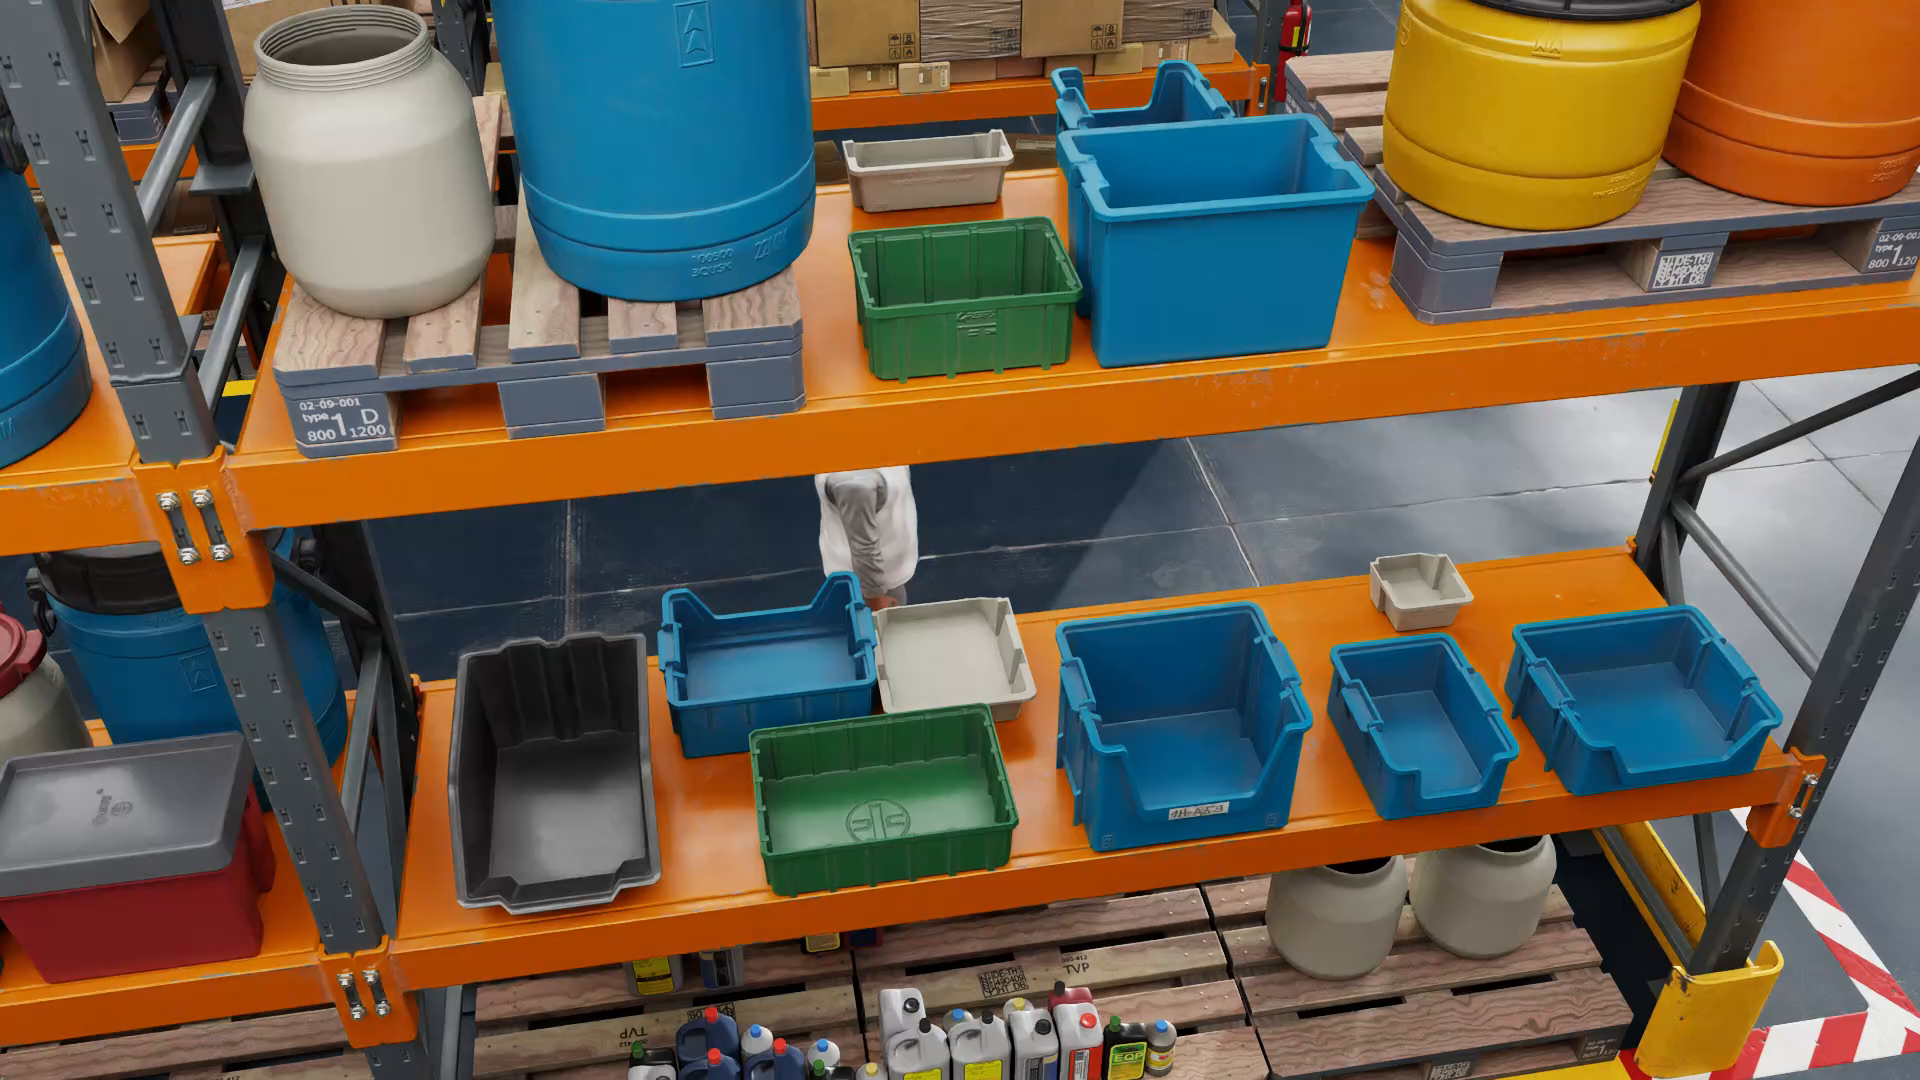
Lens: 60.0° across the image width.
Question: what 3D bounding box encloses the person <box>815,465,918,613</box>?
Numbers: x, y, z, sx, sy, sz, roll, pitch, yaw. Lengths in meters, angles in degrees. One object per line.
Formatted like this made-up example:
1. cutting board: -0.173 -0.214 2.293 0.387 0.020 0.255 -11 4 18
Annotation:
1. person: -0.332 0.061 6.059 0.359 1.768 0.531 -6 39 -7
